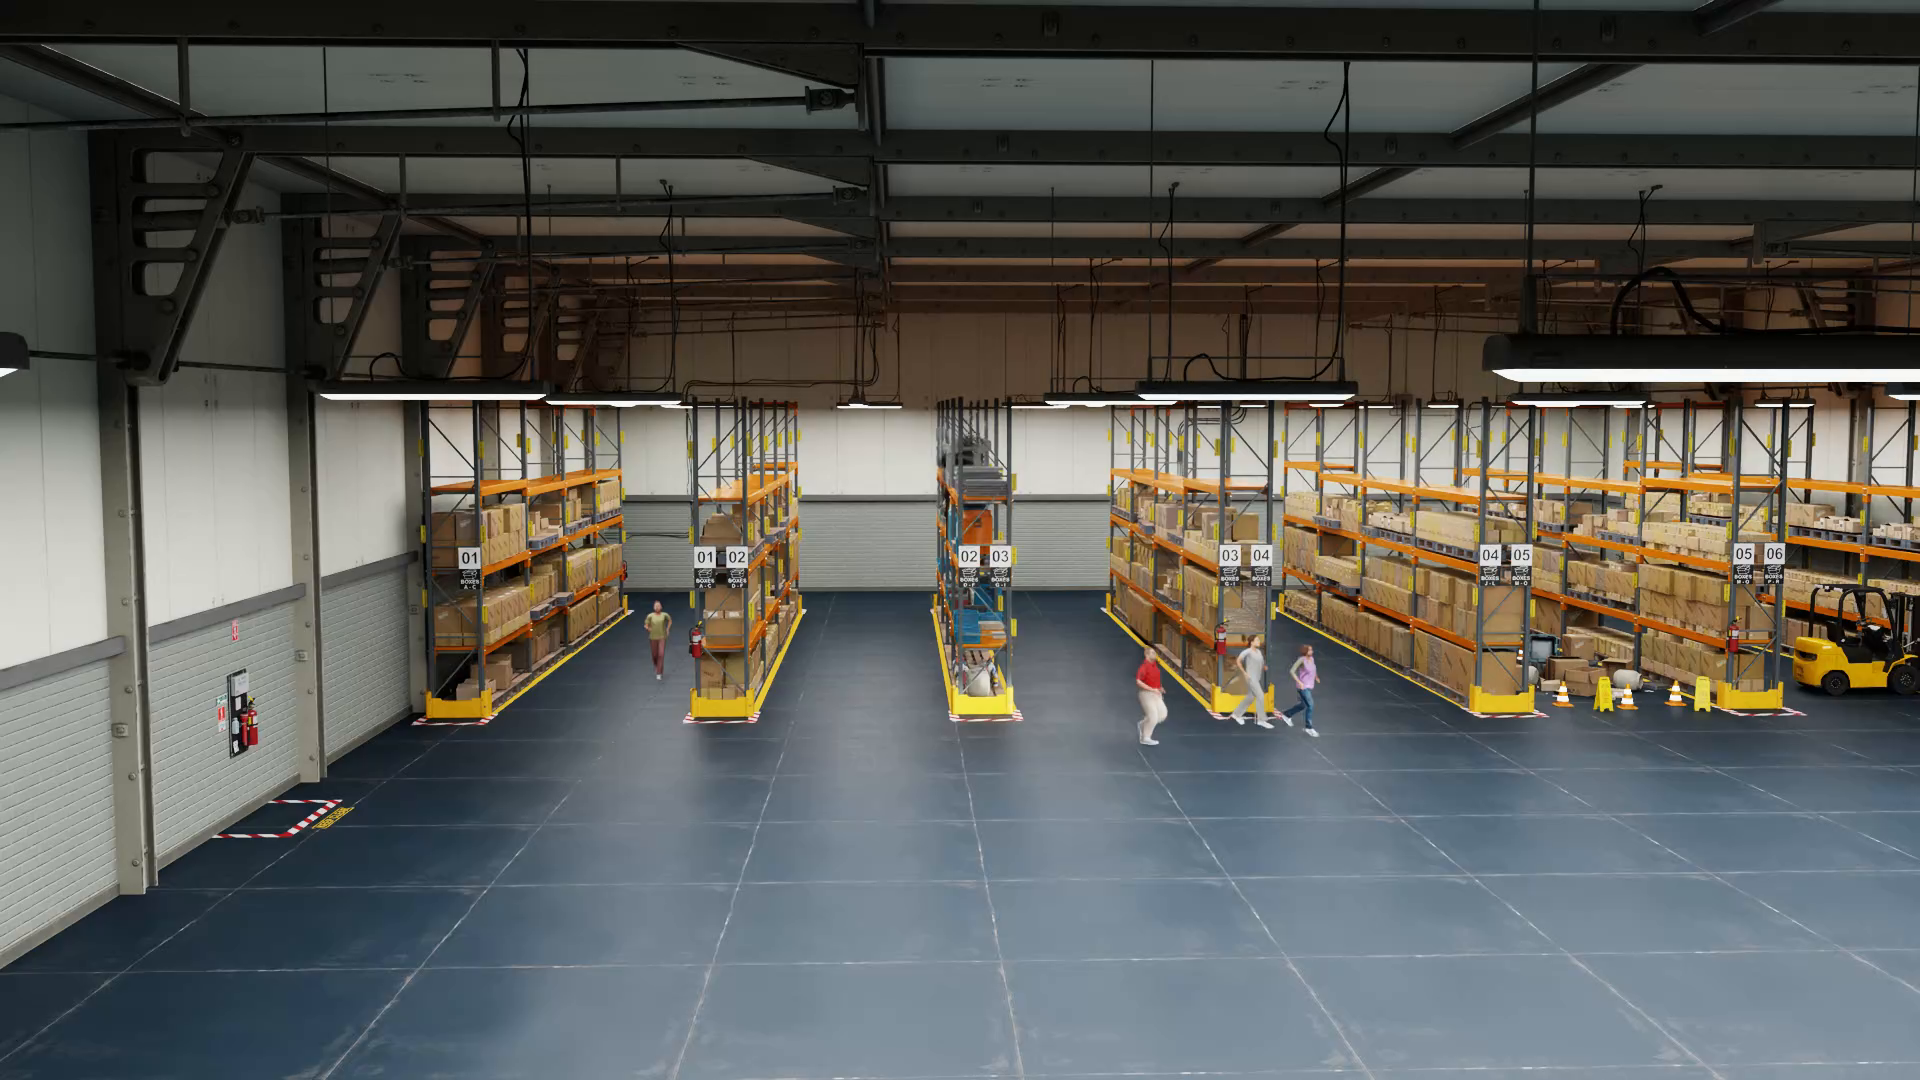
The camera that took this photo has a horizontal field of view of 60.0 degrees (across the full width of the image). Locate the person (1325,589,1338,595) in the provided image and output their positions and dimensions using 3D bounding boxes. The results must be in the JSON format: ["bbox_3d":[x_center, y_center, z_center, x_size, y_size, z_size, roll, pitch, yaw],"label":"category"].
[{"bbox_3d":[11.035,1.092,49.119,0.735,1.745,0.578,0,4,2],"label":"person"}]

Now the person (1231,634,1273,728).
[{"bbox_3d":[5.318,2.534,30.124,0.862,1.668,0.564,3,5,35],"label":"person"}]

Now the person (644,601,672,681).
[{"bbox_3d":[-6.478,2.134,35.671,0.578,1.653,0.923,-1,4,-9],"label":"person"}]

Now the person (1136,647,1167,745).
[{"bbox_3d":[3.268,2.677,28.533,0.596,1.679,0.640,3,5,32],"label":"person"}]

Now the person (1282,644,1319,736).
[{"bbox_3d":[6.077,2.642,29.572,0.750,1.619,0.534,4,6,41],"label":"person"}]
